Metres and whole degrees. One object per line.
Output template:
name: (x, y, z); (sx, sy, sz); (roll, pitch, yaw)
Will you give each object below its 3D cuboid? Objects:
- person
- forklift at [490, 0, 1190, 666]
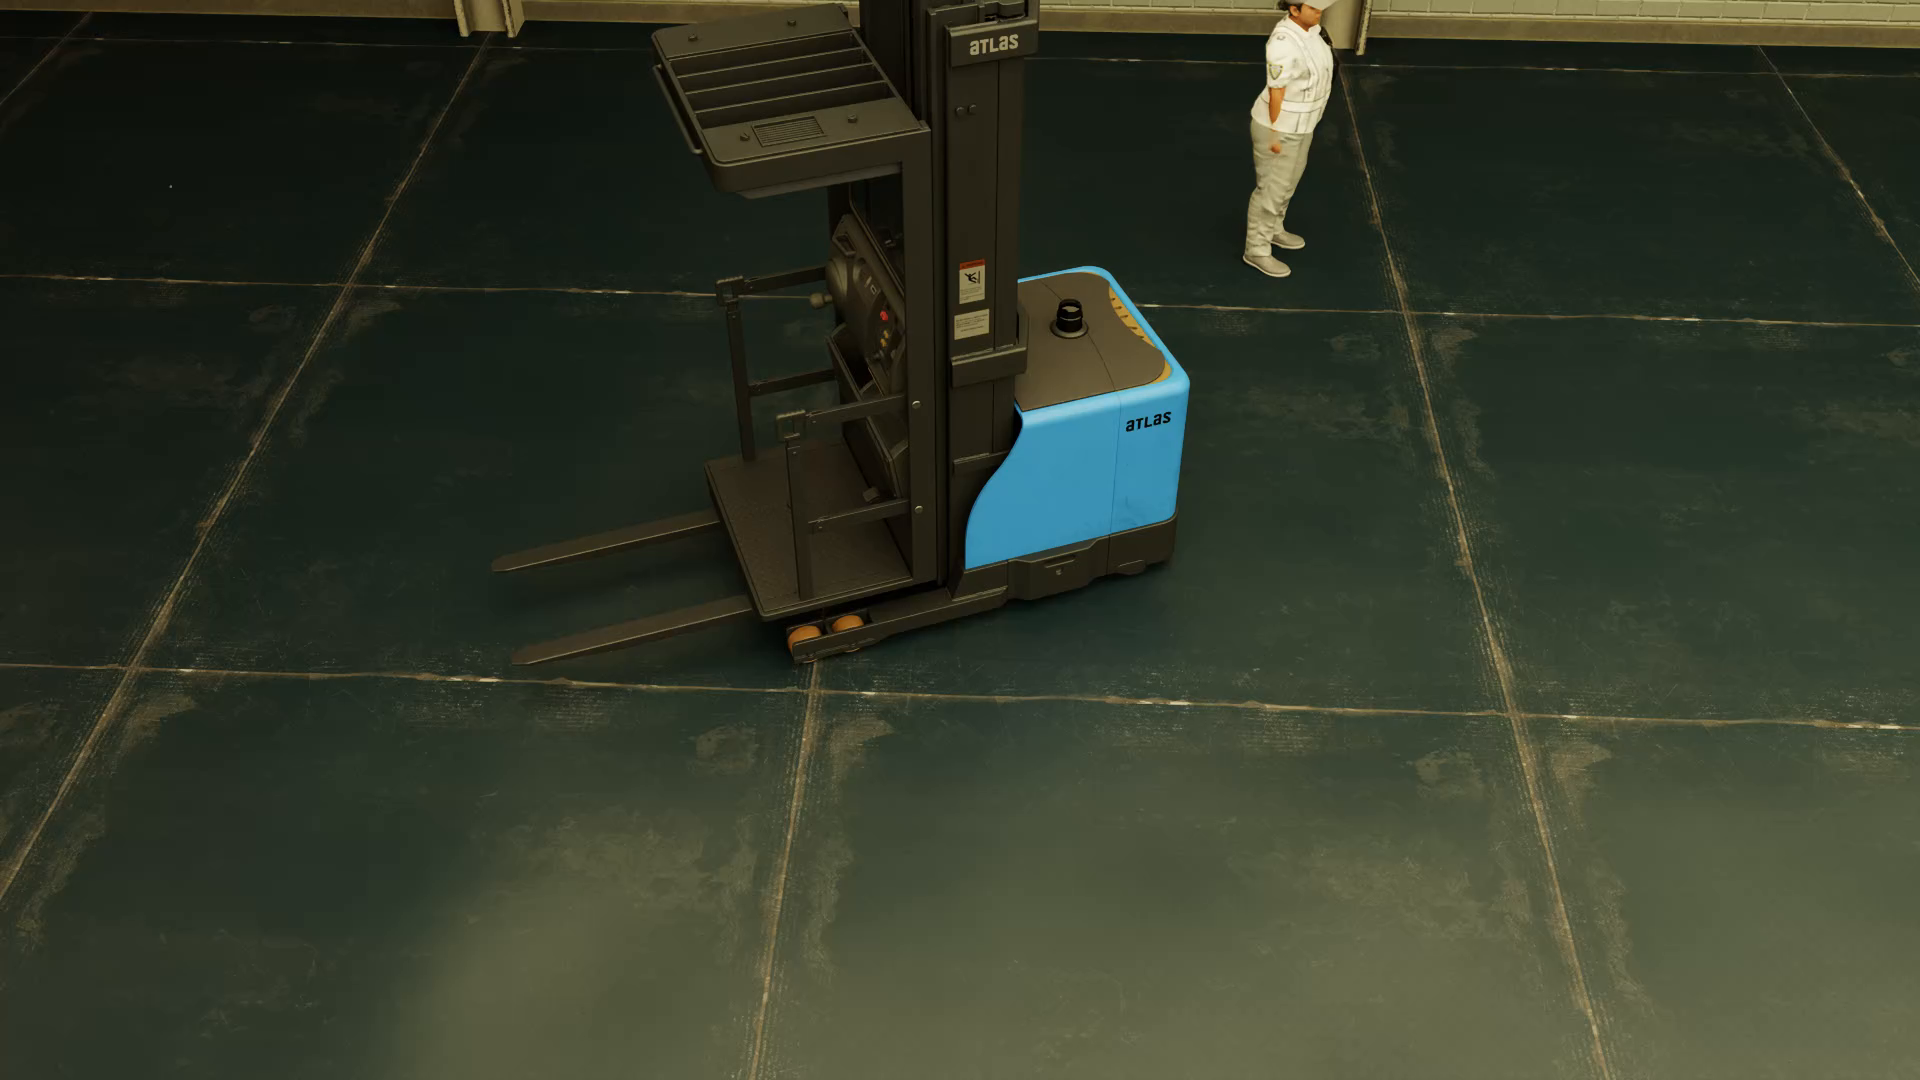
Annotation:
person: (1.815, -2.301, 9.207); (0.394, 1.668, 0.484); (18, 46, 19)
forklift: (-0.573, -0.945, 6.778); (3.031, 2.935, 1.130); (-13, 44, -14)
